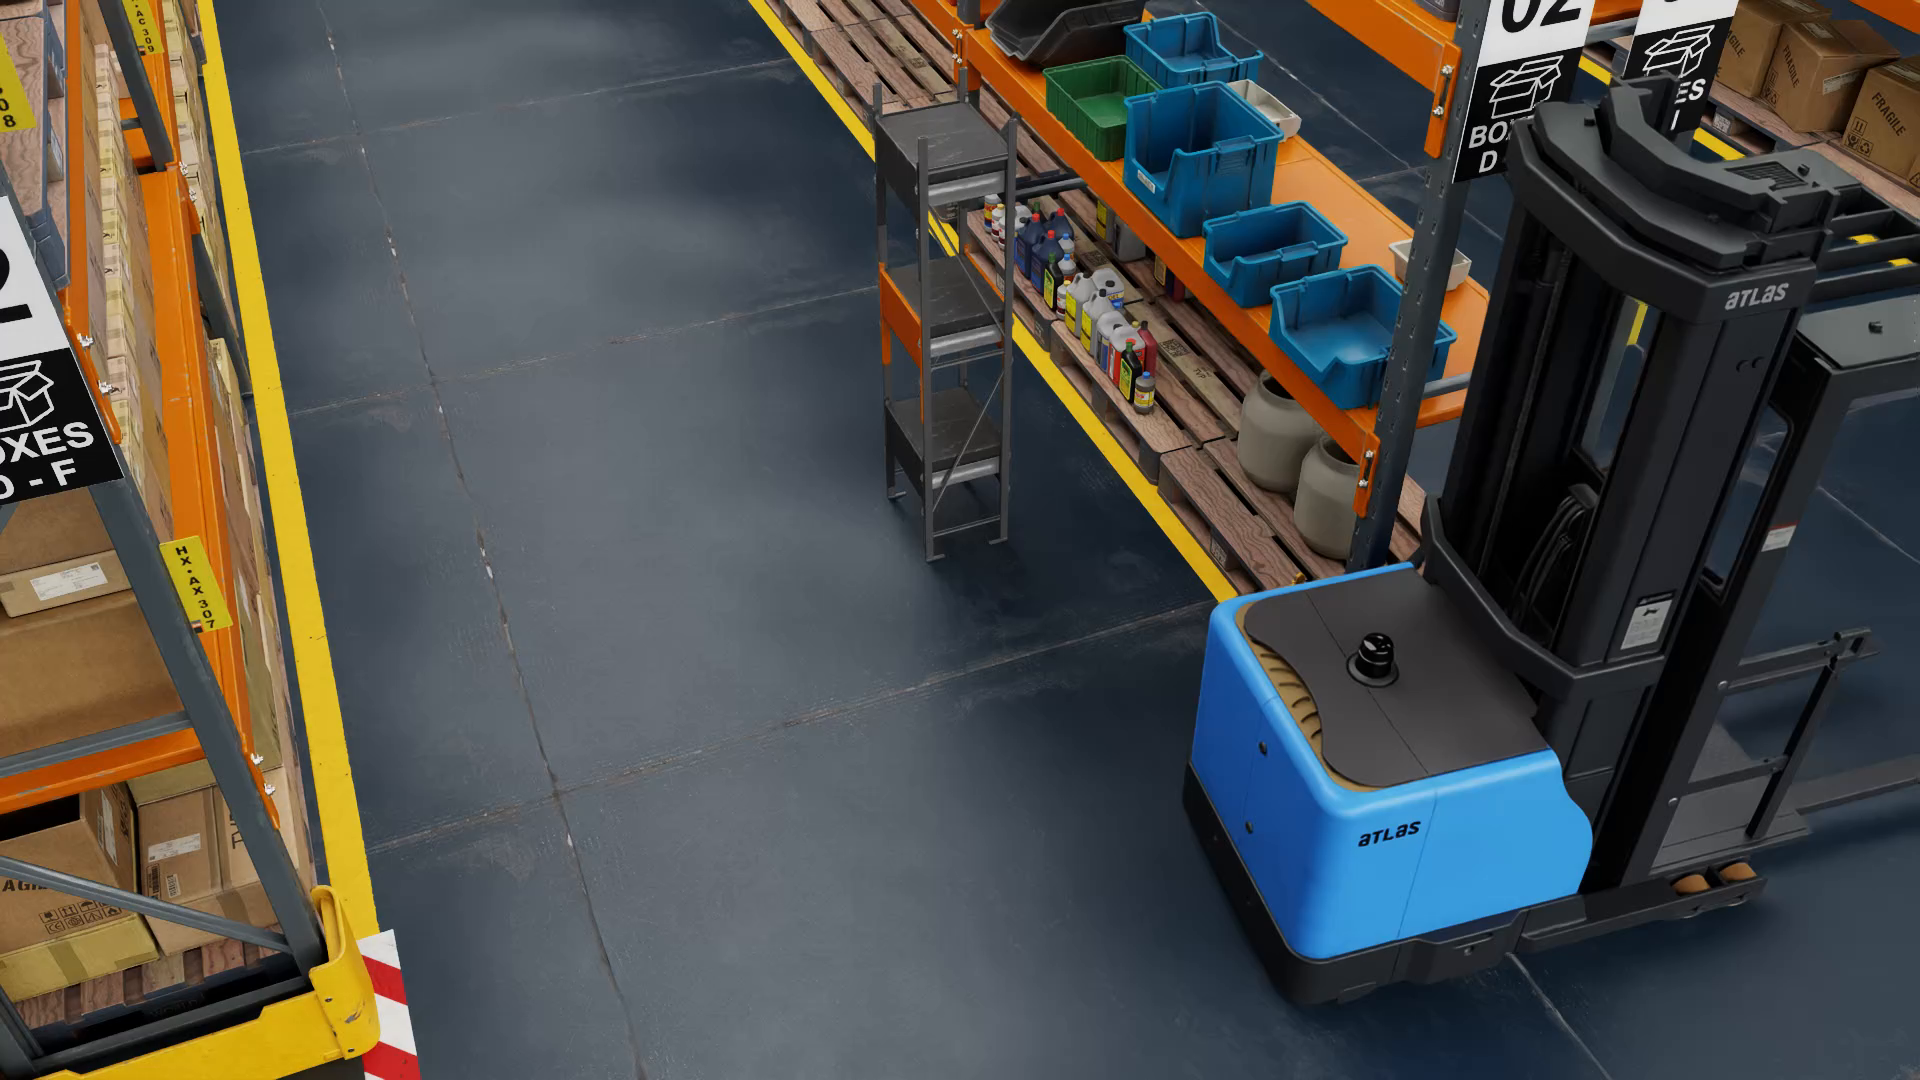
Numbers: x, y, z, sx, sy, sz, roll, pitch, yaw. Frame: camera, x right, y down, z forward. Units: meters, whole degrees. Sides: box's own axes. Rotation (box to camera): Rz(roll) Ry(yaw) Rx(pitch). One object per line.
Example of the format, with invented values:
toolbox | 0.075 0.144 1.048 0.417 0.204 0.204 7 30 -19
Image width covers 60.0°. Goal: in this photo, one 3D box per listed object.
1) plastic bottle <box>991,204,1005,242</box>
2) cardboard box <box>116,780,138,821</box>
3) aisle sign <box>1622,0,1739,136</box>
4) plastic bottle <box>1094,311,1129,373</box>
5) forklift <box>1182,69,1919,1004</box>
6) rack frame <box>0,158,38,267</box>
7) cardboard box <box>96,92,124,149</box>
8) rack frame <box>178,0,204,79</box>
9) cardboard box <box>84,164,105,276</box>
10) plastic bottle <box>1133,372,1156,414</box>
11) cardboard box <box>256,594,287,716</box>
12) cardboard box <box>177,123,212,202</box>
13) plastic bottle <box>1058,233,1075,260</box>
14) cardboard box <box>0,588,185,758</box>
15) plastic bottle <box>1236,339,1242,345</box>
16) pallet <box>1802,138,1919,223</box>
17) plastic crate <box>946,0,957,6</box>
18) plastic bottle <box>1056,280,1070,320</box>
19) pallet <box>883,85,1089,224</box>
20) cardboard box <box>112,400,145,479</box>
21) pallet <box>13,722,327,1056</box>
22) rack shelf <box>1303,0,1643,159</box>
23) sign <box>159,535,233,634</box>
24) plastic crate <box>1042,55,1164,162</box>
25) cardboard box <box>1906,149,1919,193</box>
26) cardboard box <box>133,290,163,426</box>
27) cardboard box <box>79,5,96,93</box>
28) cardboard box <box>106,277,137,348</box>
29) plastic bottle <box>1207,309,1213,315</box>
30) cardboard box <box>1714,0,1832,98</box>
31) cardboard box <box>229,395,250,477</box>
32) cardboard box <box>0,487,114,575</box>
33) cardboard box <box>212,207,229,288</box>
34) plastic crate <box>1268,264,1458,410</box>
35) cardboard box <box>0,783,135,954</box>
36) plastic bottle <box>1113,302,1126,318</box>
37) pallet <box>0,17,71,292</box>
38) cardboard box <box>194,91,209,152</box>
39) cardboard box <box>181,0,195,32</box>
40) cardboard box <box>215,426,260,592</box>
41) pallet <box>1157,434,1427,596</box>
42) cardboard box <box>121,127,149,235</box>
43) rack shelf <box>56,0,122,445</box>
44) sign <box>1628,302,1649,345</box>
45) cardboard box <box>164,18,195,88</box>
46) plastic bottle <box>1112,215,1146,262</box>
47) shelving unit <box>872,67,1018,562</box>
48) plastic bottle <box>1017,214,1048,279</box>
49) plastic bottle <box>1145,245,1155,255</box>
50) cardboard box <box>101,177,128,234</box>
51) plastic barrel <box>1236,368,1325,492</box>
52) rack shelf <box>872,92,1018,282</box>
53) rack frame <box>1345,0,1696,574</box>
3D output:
plastic bottle | 0.223 -1.769 9.234 0.097 0.201 0.097 0 41 0
cardboard box | -3.260 0.953 6.047 0.500 0.250 0.500 -15 43 -17
aisle sign | 2.296 -1.632 5.272 0.394 0.787 0.004 -15 43 -17
plastic bottle | 0.766 -0.990 8.270 0.152 0.276 0.135 -16 43 -18
forklift | 2.429 -0.054 5.483 3.031 2.935 1.130 -11 42 -12
rack frame | -2.580 -1.657 2.694 1.000 3.000 0.127 -15 43 -17
cardboard box | -3.613 -1.659 6.723 0.380 0.149 0.250 -16 43 -18
rack frame | -5.641 -4.202 10.254 1.000 3.000 0.127 -15 43 -17
cardboard box | -3.358 -1.149 5.633 0.700 0.500 0.500 -15 43 -17
plastic bottle | 0.890 -0.719 8.013 0.097 0.201 0.097 0 41 0
cardboard box | -2.965 0.520 6.550 0.500 0.250 0.500 -15 43 -17
cardboard box | -4.424 -2.047 9.105 0.500 0.311 0.500 -16 43 -18
plastic bottle | 0.560 -1.511 8.880 0.097 0.271 0.097 0 41 0
cardboard box | -2.747 0.295 4.948 0.700 0.500 0.500 -15 43 -17
plastic bottle | 1.461 -1.125 8.431 0.097 0.271 0.097 0 41 0
pallet | 5.804 -2.072 9.917 1.003 0.211 1.213 -15 43 -17
plastic crate | 0.000 -3.265 9.116 0.402 0.464 0.583 -15 43 -17
plastic bottle | 0.552 -1.252 8.632 0.097 0.201 0.097 0 41 0
pallet | 0.131 -2.432 10.335 1.003 0.211 1.213 -15 43 -17
cardboard box | -2.729 -0.266 5.103 0.380 0.149 0.250 -15 43 -17
pallet | -2.911 1.224 6.083 1.003 0.211 1.213 -15 43 -17
rack shelf | 1.233 -2.686 6.742 1.077 0.370 4.000 -15 43 -17
sign | -2.065 0.124 4.499 0.100 0.325 0.005 -15 43 -17
plastic crate | 0.726 -2.057 7.923 0.450 0.188 0.662 -15 43 -17
cardboard box | 5.868 -2.177 9.495 0.500 0.500 0.500 -11 42 -13
cardboard box | -3.341 -0.637 6.032 0.700 0.500 0.500 -14 43 -16
cardboard box | -3.935 -2.056 6.688 0.700 0.500 0.500 -15 43 -17
cardboard box | -3.026 -0.732 5.645 0.380 0.149 0.250 -16 43 -17
plastic bottle | 1.345 -1.307 8.643 0.097 0.271 0.097 0 41 0
cardboard box | 5.160 -3.222 10.710 0.500 0.500 0.500 -16 43 -18
cardboard box | -3.549 -0.381 7.597 0.500 0.250 0.500 -15 43 -17
cardboard box | -2.767 -0.229 4.562 0.700 0.500 0.500 -15 43 -17
cardboard box | -4.230 -1.522 8.925 0.500 0.250 0.500 -14 43 -16
plastic crate | 1.530 -0.787 6.397 0.499 0.251 0.616 -15 43 -17
cardboard box | -3.060 0.967 5.455 0.500 0.500 0.500 -15 43 -17
plastic bottle | 0.794 -1.117 8.475 0.097 0.201 0.097 0 41 0
pallet | -2.826 -0.919 4.204 1.003 0.211 1.213 -15 43 -17
cardboard box | -4.824 -2.449 10.003 0.500 0.250 0.500 -14 43 -16
cardboard box | -5.551 -3.766 11.328 0.500 0.500 0.500 -13 42 -15
cardboard box | -3.151 -0.067 6.657 0.500 0.500 0.500 -15 43 -17
pallet | 1.620 -0.084 7.604 1.003 0.211 1.213 -15 43 -17
cardboard box | -3.935 -1.565 7.111 0.700 0.500 0.500 -16 43 -18
rack shelf | -3.345 -1.452 5.308 1.077 0.370 4.000 -15 43 -17
sign | 2.508 -0.856 6.151 0.100 0.325 0.005 -15 43 -17
cardboard box | -5.008 -2.966 10.173 0.500 0.311 0.500 -16 43 -18
plastic bottle | 0.926 -1.676 9.069 0.152 0.276 0.135 -15 43 -17
shelving unit | -0.063 -0.896 7.100 0.431 2.100 0.503 -15 43 -17
plastic bottle | 0.393 -1.598 8.921 0.144 0.351 0.185 -14 43 -16
plastic bottle | 1.054 -1.757 9.105 0.144 0.351 0.185 -17 44 -19
cardboard box | -3.324 -1.201 6.190 0.380 0.149 0.250 -14 43 -16
plastic barrel | 1.484 -0.512 7.549 0.421 0.512 0.421 0 41 0
rack shelf | -0.063 -1.416 6.652 0.431 0.518 0.480 -15 43 -17
rack frame | 1.998 -0.616 6.085 1.000 3.000 0.127 -15 43 -17
